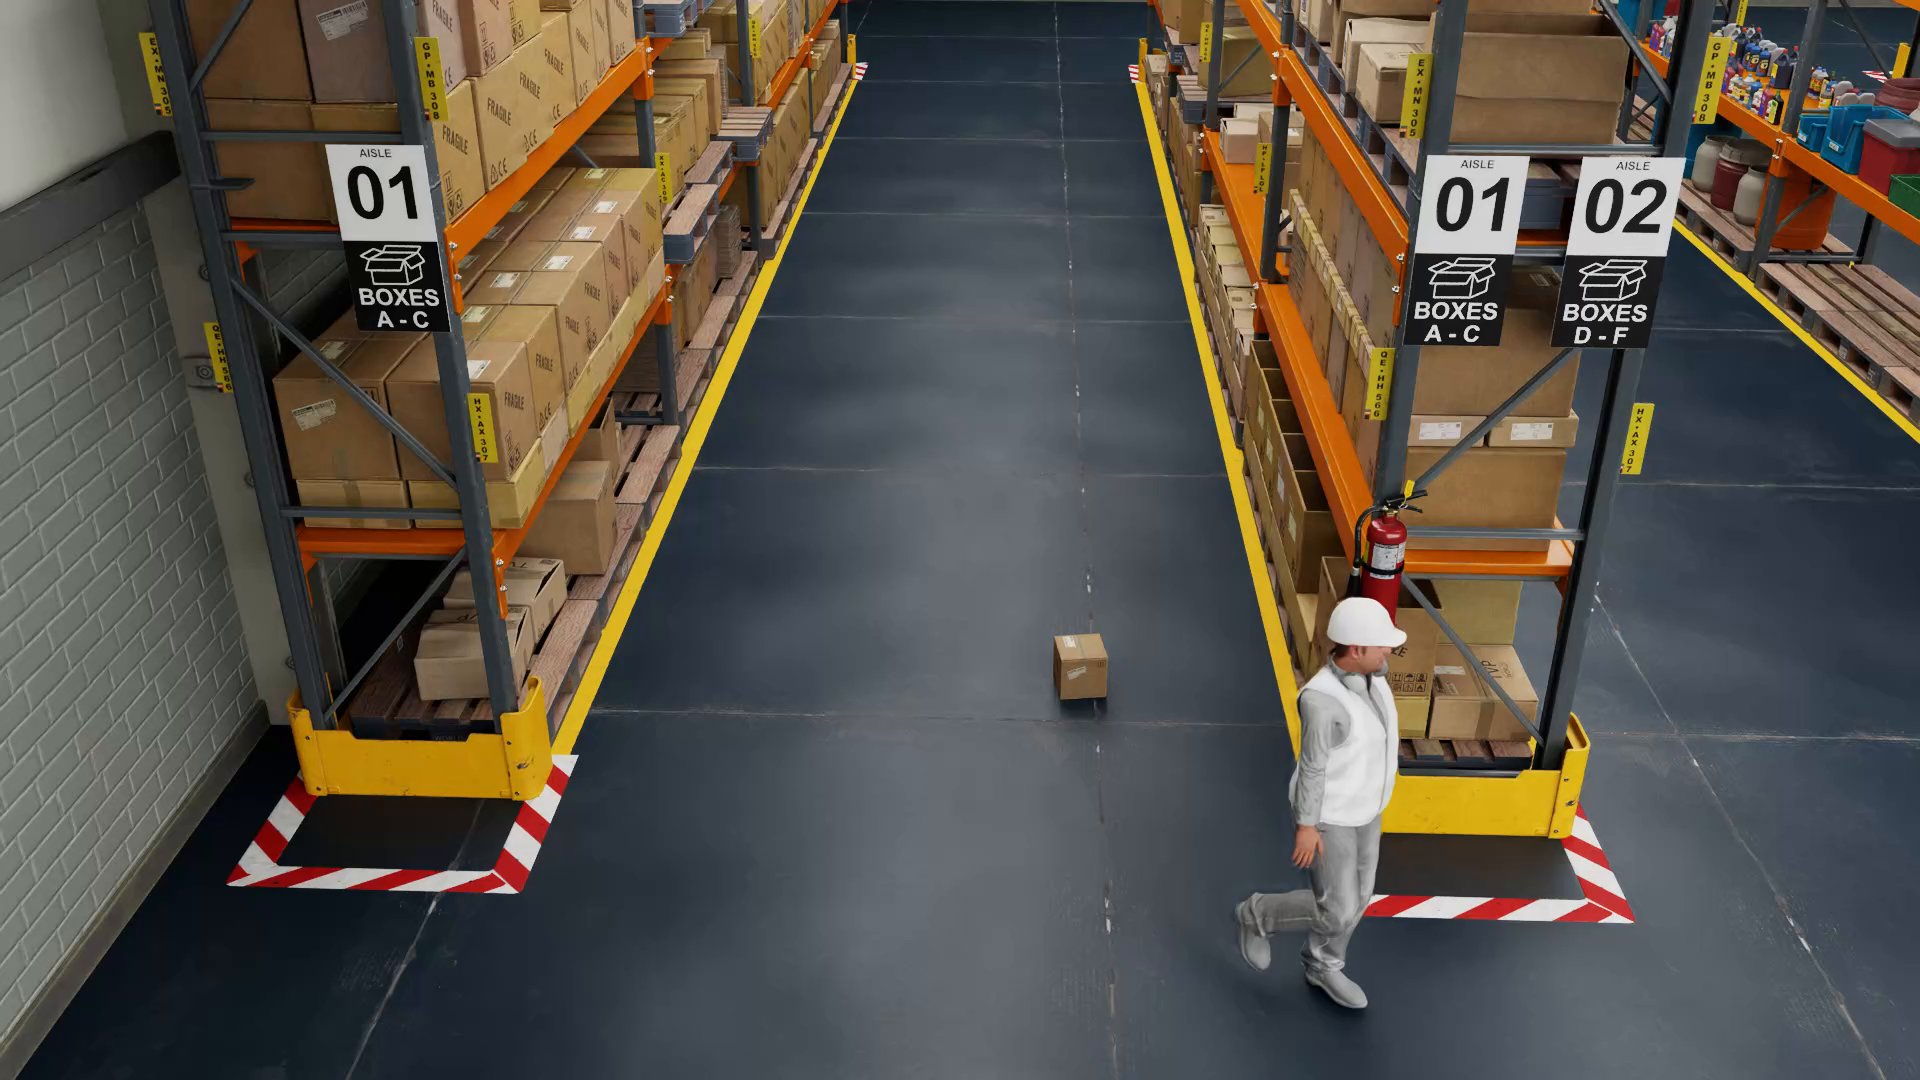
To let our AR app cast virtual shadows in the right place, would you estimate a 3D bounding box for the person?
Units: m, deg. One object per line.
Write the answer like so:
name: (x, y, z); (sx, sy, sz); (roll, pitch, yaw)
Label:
person: (1.481, 1.034, 6.603); (0.580, 1.754, 0.590); (23, 35, 36)
